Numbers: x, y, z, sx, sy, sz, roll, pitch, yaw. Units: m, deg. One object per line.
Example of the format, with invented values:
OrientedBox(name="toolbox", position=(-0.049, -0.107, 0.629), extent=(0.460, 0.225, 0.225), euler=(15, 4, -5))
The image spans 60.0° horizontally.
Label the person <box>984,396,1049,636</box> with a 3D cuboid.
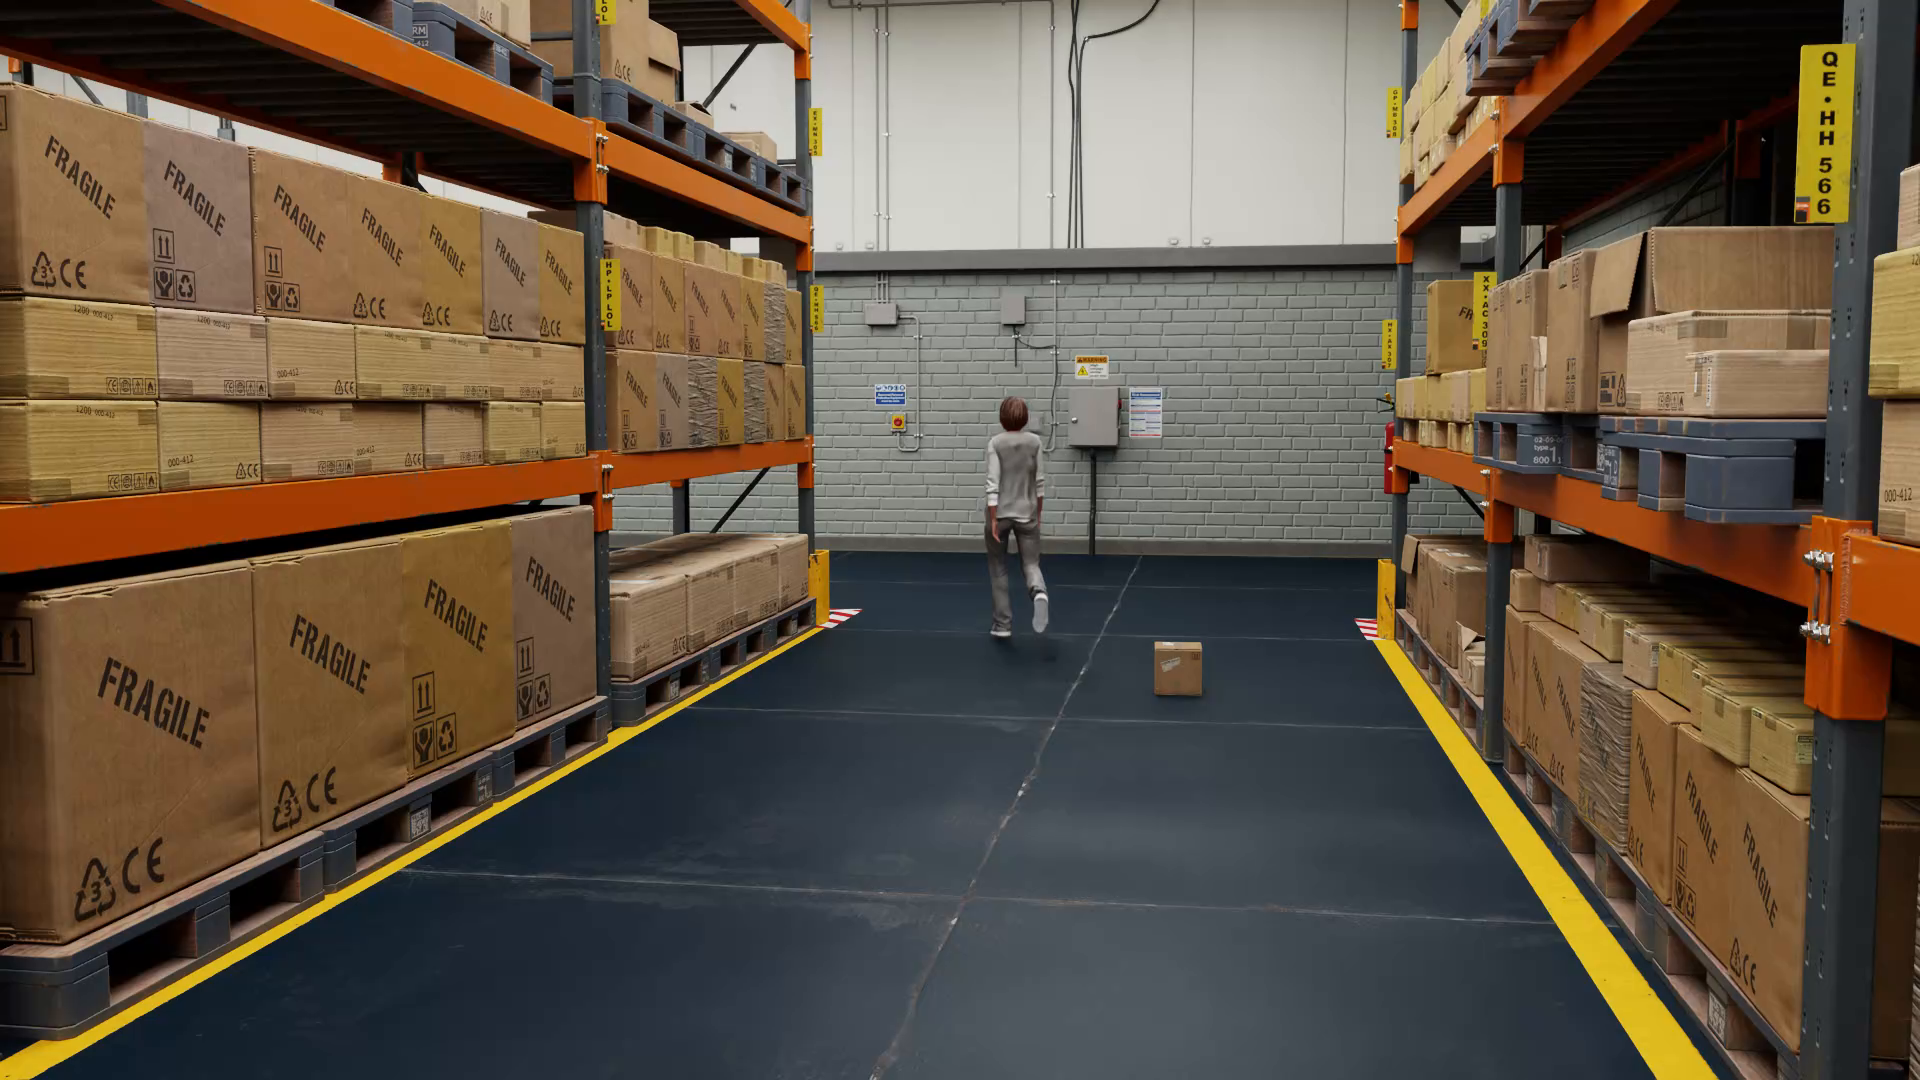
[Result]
OrientedBox(name="person", position=(0.359, -0.135, 10.635), extent=(0.400, 1.570, 0.717), euler=(-1, 5, -10))
